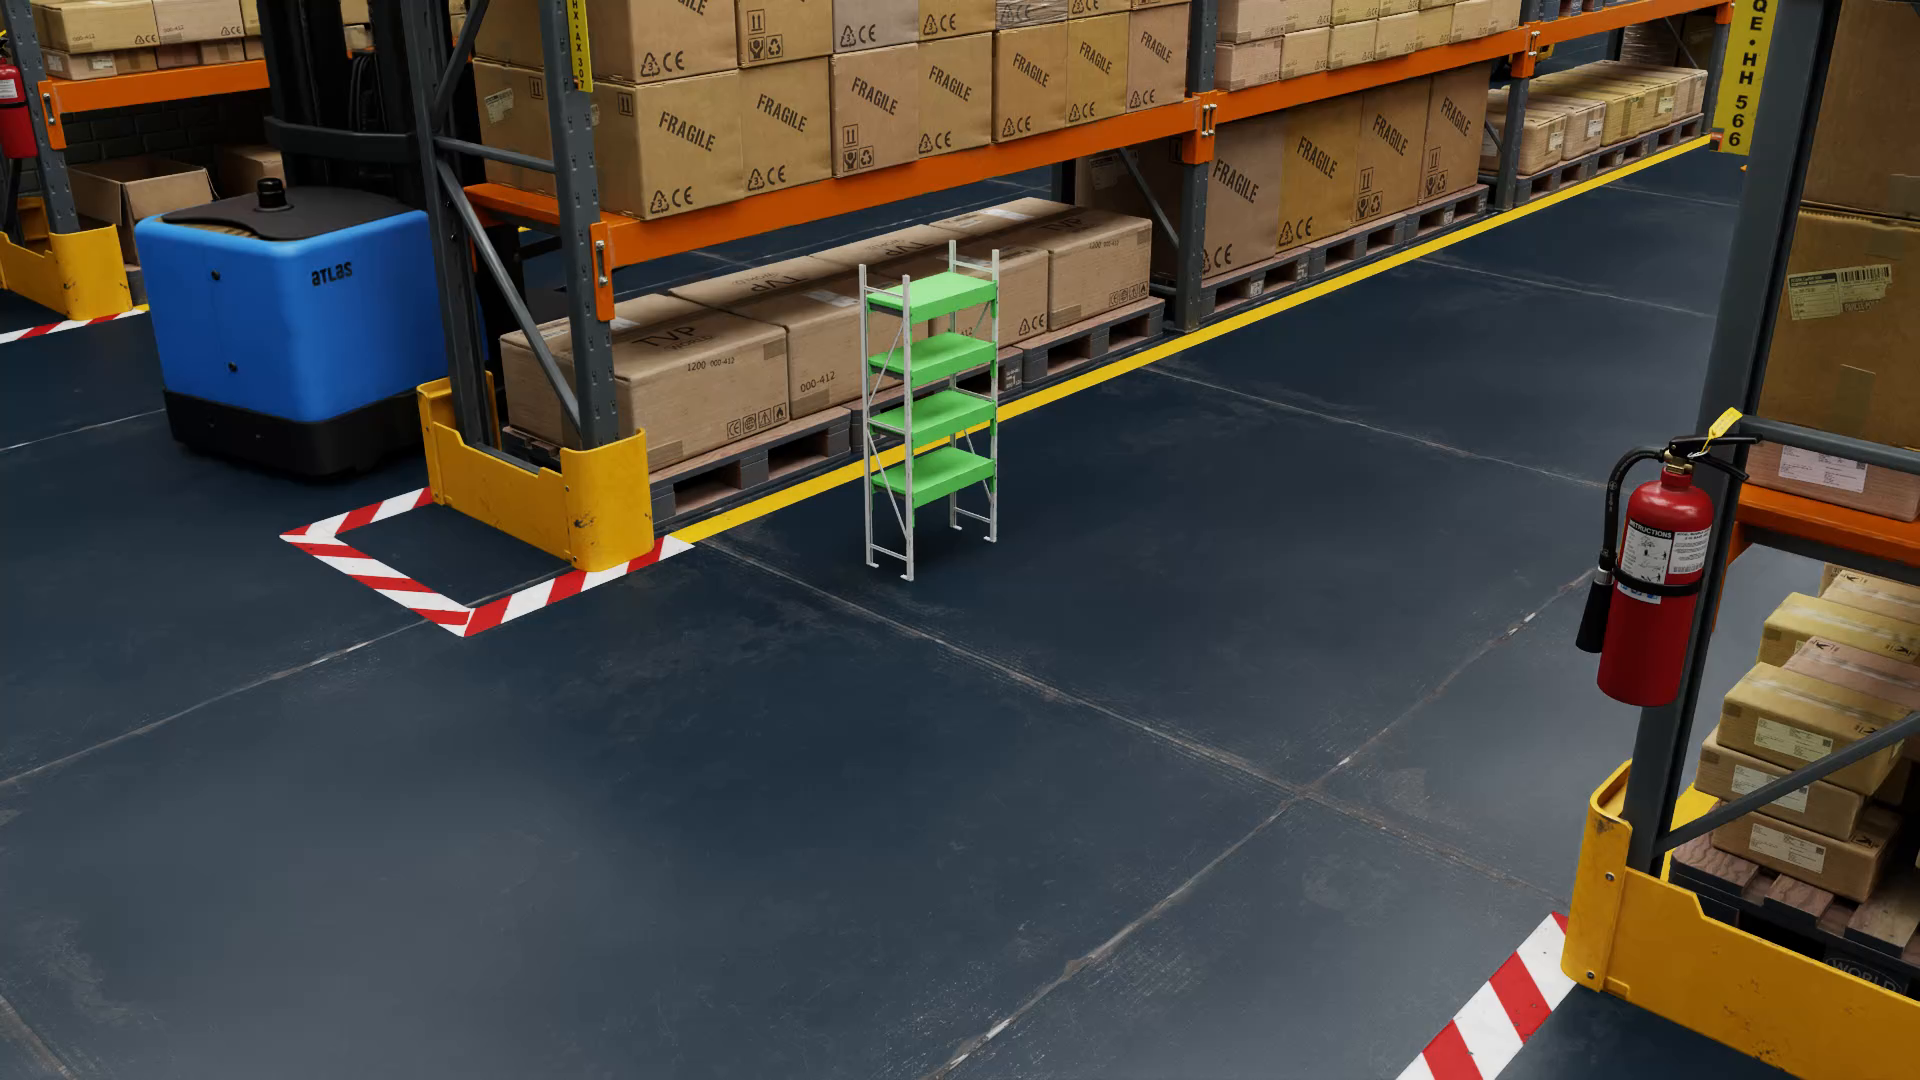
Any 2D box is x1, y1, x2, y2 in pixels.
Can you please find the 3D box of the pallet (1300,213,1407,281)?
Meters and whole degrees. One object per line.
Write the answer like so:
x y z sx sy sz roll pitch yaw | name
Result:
2.210 -2.026 11.010 1.003 0.211 1.213 20 31 38 | pallet

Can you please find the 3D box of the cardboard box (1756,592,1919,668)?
2.474 0.303 4.651 0.380 0.149 0.250 19 31 36 | cardboard box

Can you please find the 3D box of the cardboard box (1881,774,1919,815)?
2.554 0.600 4.718 0.380 0.149 0.250 20 31 37 | cardboard box

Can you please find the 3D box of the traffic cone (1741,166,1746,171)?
6.491 -3.189 13.296 0.336 0.463 0.334 20 31 38 | traffic cone

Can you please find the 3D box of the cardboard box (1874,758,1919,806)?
2.375 0.540 4.486 0.380 0.149 0.250 19 31 36 | cardboard box

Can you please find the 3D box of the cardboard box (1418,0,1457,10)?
2.807 -3.512 10.488 0.500 0.250 0.500 19 30 36 | cardboard box

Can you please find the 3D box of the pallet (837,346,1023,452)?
-0.443 -0.813 8.305 1.003 0.211 1.213 20 31 38 | pallet

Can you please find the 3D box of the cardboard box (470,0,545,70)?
-1.588 -2.164 6.566 0.500 0.500 0.500 21 32 39 | cardboard box

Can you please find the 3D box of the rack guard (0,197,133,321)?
-5.381 -1.687 9.901 1.175 0.500 0.348 20 31 38 | rack guard

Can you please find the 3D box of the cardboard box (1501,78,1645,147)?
4.988 -3.506 13.602 0.950 0.372 0.625 21 32 39 | cardboard box

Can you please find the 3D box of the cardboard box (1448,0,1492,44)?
3.133 -3.434 10.926 0.500 0.250 0.500 21 31 38 | cardboard box

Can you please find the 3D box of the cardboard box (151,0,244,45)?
-4.592 -3.090 9.795 0.500 0.250 0.500 21 31 38 | cardboard box

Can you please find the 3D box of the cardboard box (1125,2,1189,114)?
0.818 -2.503 8.545 0.500 0.500 0.500 20 31 38 | cardboard box

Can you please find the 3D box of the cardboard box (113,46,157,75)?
-4.873 -2.805 9.647 0.380 0.149 0.250 21 32 39 | cardboard box

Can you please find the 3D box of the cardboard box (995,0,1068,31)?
0.150 -2.642 7.631 0.500 0.500 0.500 21 31 38 | cardboard box

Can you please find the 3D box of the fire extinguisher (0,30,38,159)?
-5.186 -2.428 9.049 0.296 0.674 0.183 20 31 38 | fire extinguisher

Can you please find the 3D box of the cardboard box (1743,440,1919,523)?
2.028 -0.191 3.817 0.380 0.149 0.250 20 31 38 | cardboard box

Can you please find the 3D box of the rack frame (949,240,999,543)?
0.052 -0.571 6.558 0.240 1.200 0.015 20 31 38 | rack frame

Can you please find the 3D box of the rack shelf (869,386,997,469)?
-0.110 -0.439 6.418 0.258 0.148 0.480 20 31 38 | rack shelf

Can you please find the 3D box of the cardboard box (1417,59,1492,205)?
3.084 -2.922 11.684 0.875 0.875 0.875 20 31 37 | cardboard box

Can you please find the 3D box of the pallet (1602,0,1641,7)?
4.897 -4.414 13.163 1.003 0.211 1.213 20 31 38 | pallet

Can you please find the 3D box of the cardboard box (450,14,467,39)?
-3.445 -3.413 11.003 0.380 0.149 0.250 20 31 37 | cardboard box

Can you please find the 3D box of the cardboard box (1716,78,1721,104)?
6.871 -4.149 15.185 0.500 0.250 0.500 18 30 35 | cardboard box

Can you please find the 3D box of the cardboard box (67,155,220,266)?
-4.953 -2.017 10.121 0.797 0.503 0.637 19 30 36 | cardboard box

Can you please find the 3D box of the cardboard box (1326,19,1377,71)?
2.125 -2.972 9.896 0.500 0.250 0.500 20 31 37 | cardboard box

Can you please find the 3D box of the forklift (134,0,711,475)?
-2.463 -2.180 8.030 1.130 2.935 3.031 13 27 26 | forklift

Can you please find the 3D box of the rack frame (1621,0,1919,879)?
2.021 -0.129 3.372 1.000 3.000 0.127 20 31 38 | rack frame

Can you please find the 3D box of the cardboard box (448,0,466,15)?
-3.586 -3.564 10.851 0.500 0.250 0.500 20 31 37 | cardboard box

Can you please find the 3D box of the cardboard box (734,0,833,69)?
-0.861 -2.180 6.601 0.500 0.500 0.500 19 30 36 | cardboard box

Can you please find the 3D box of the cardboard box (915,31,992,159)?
-0.207 -2.033 7.495 0.500 0.500 0.500 21 32 39 | cardboard box

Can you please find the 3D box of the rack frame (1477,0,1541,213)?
3.607 -3.888 11.754 1.000 3.000 0.127 20 31 38 | rack frame

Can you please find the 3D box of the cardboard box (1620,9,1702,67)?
6.471 -4.639 15.361 0.500 0.500 0.500 20 31 37 | cardboard box

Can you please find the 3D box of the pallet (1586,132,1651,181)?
4.944 -3.223 13.680 1.003 0.211 1.213 20 31 38 | pallet

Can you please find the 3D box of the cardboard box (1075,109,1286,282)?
1.291 -2.102 9.855 0.875 0.875 0.875 21 32 39 | cardboard box

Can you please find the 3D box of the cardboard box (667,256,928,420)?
-0.762 -0.982 7.893 0.875 0.438 0.875 21 32 39 | cardboard box

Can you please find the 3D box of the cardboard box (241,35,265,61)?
-4.336 -3.037 10.165 0.380 0.149 0.250 21 31 38 | cardboard box

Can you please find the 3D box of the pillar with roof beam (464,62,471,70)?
-0.692 -5.619 8.283 9.100 9.000 0.400 20 31 38 | pillar with roof beam

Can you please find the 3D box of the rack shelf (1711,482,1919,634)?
3.356 -0.410 4.878 1.077 0.370 4.000 20 31 38 | rack shelf

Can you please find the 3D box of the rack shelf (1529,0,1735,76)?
4.941 -4.169 13.260 1.077 0.370 4.000 20 31 38 | rack shelf

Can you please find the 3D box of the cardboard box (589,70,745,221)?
-1.198 -1.564 6.449 0.500 0.500 0.500 20 31 37 | cardboard box

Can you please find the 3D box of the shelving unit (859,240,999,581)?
-0.110 -0.497 6.392 0.258 1.200 0.503 20 31 38 | shelving unit

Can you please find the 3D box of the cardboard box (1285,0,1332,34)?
1.768 -3.052 9.463 0.500 0.250 0.500 21 31 38 | cardboard box
